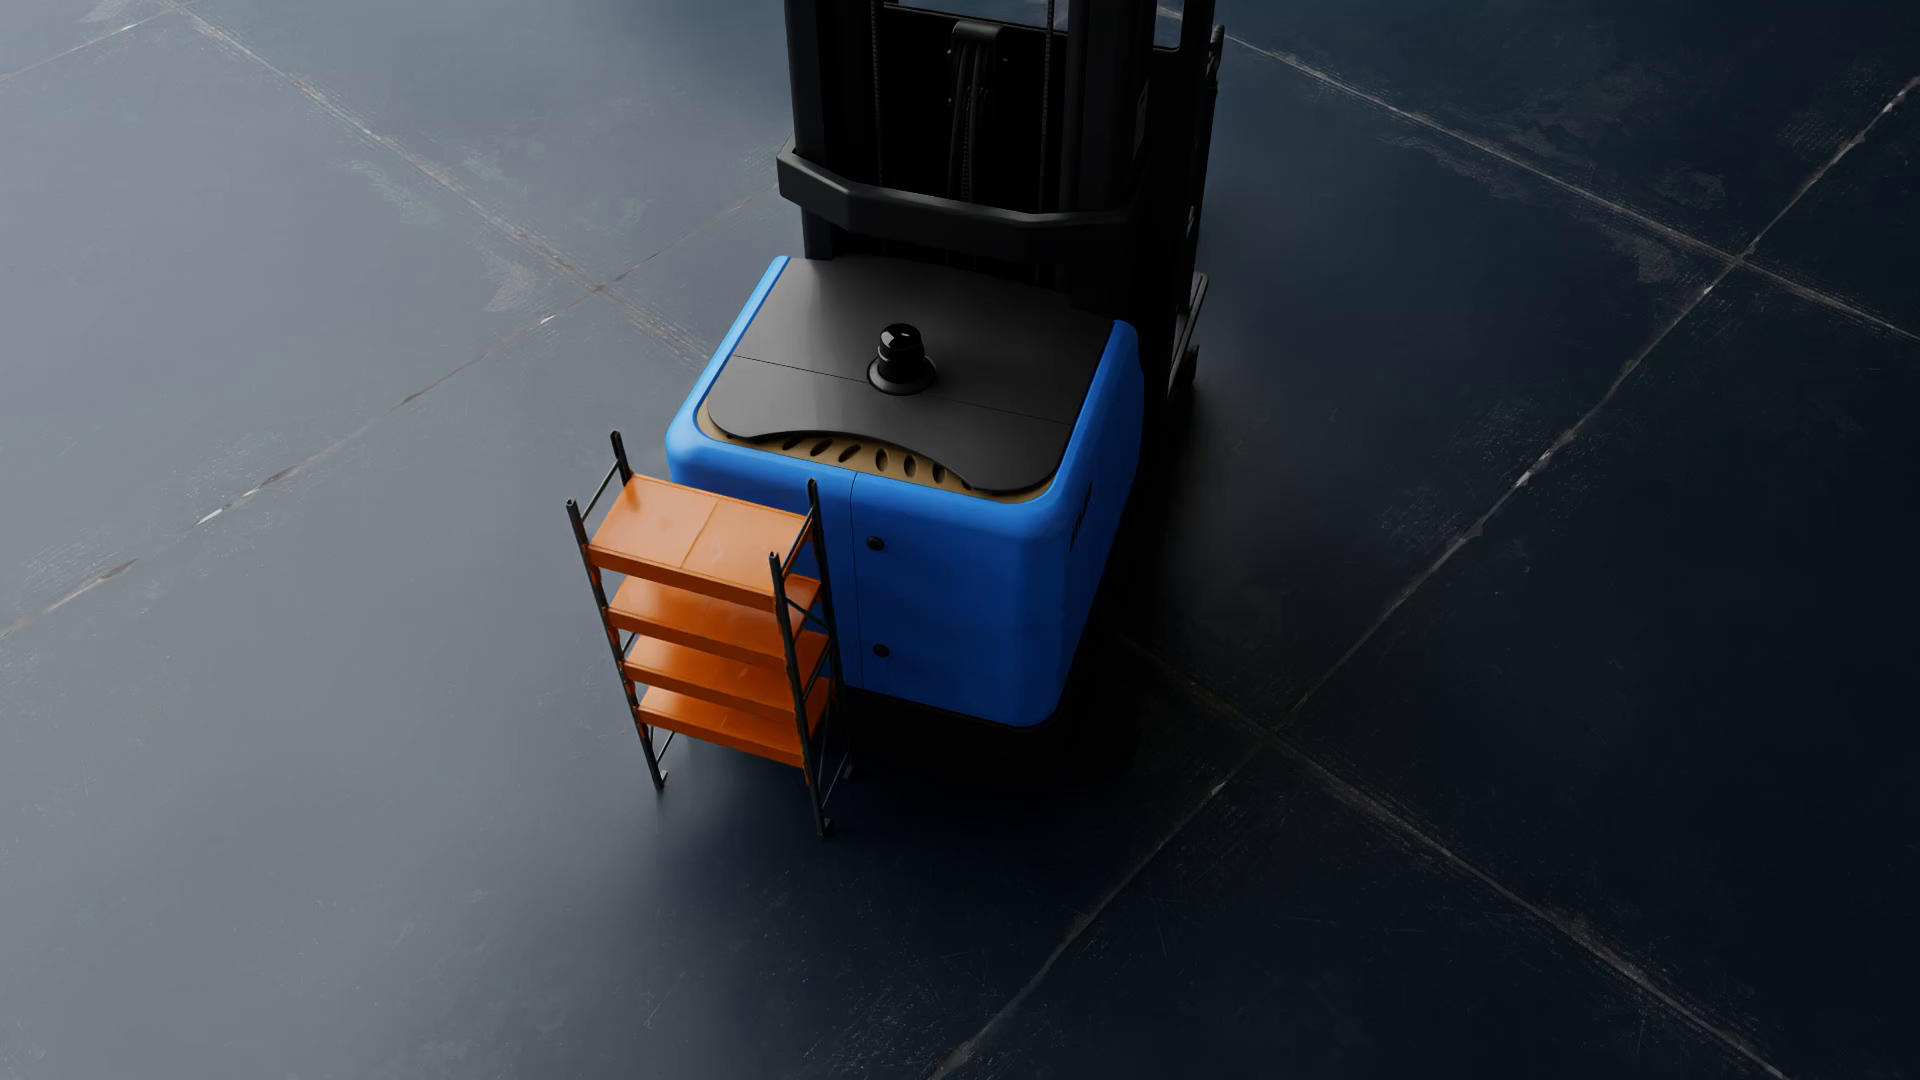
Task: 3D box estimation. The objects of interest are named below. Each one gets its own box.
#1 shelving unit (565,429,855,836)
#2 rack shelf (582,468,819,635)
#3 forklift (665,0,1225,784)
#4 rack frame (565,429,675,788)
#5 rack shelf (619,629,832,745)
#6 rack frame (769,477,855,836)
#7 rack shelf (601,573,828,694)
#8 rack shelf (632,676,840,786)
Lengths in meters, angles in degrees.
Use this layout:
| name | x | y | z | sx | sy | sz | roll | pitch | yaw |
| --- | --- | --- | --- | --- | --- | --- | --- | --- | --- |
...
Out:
| name | x | y | z | sx | sy | sz | roll | pitch | yaw |
| --- | --- | --- | --- | --- | --- | --- | --- | --- | --- |
| shelving unit | -0.583 | 0.273 | 4.159 | 0.503 | 1.200 | 0.258 | 14 | 52 | 13 |
| rack shelf | -0.592 | 0.024 | 3.855 | 0.480 | 0.148 | 0.258 | 14 | 52 | 13 |
| forklift | 0.183 | -1.437 | 4.589 | 1.130 | 2.935 | 3.031 | 13 | 48 | 12 |
| rack frame | -0.814 | 0.216 | 4.213 | 0.015 | 1.200 | 0.240 | 14 | 52 | 13 |
| rack shelf | -0.582 | 0.316 | 4.211 | 0.480 | 0.148 | 0.258 | 14 | 52 | 13 |
| rack frame | -0.352 | 0.331 | 4.105 | 0.015 | 1.200 | 0.240 | 14 | 52 | 13 |
| rack shelf | -0.587 | 0.174 | 4.038 | 0.480 | 0.148 | 0.258 | 14 | 52 | 13 |
| rack shelf | -0.577 | 0.442 | 4.364 | 0.480 | 0.148 | 0.258 | 14 | 52 | 13 |
